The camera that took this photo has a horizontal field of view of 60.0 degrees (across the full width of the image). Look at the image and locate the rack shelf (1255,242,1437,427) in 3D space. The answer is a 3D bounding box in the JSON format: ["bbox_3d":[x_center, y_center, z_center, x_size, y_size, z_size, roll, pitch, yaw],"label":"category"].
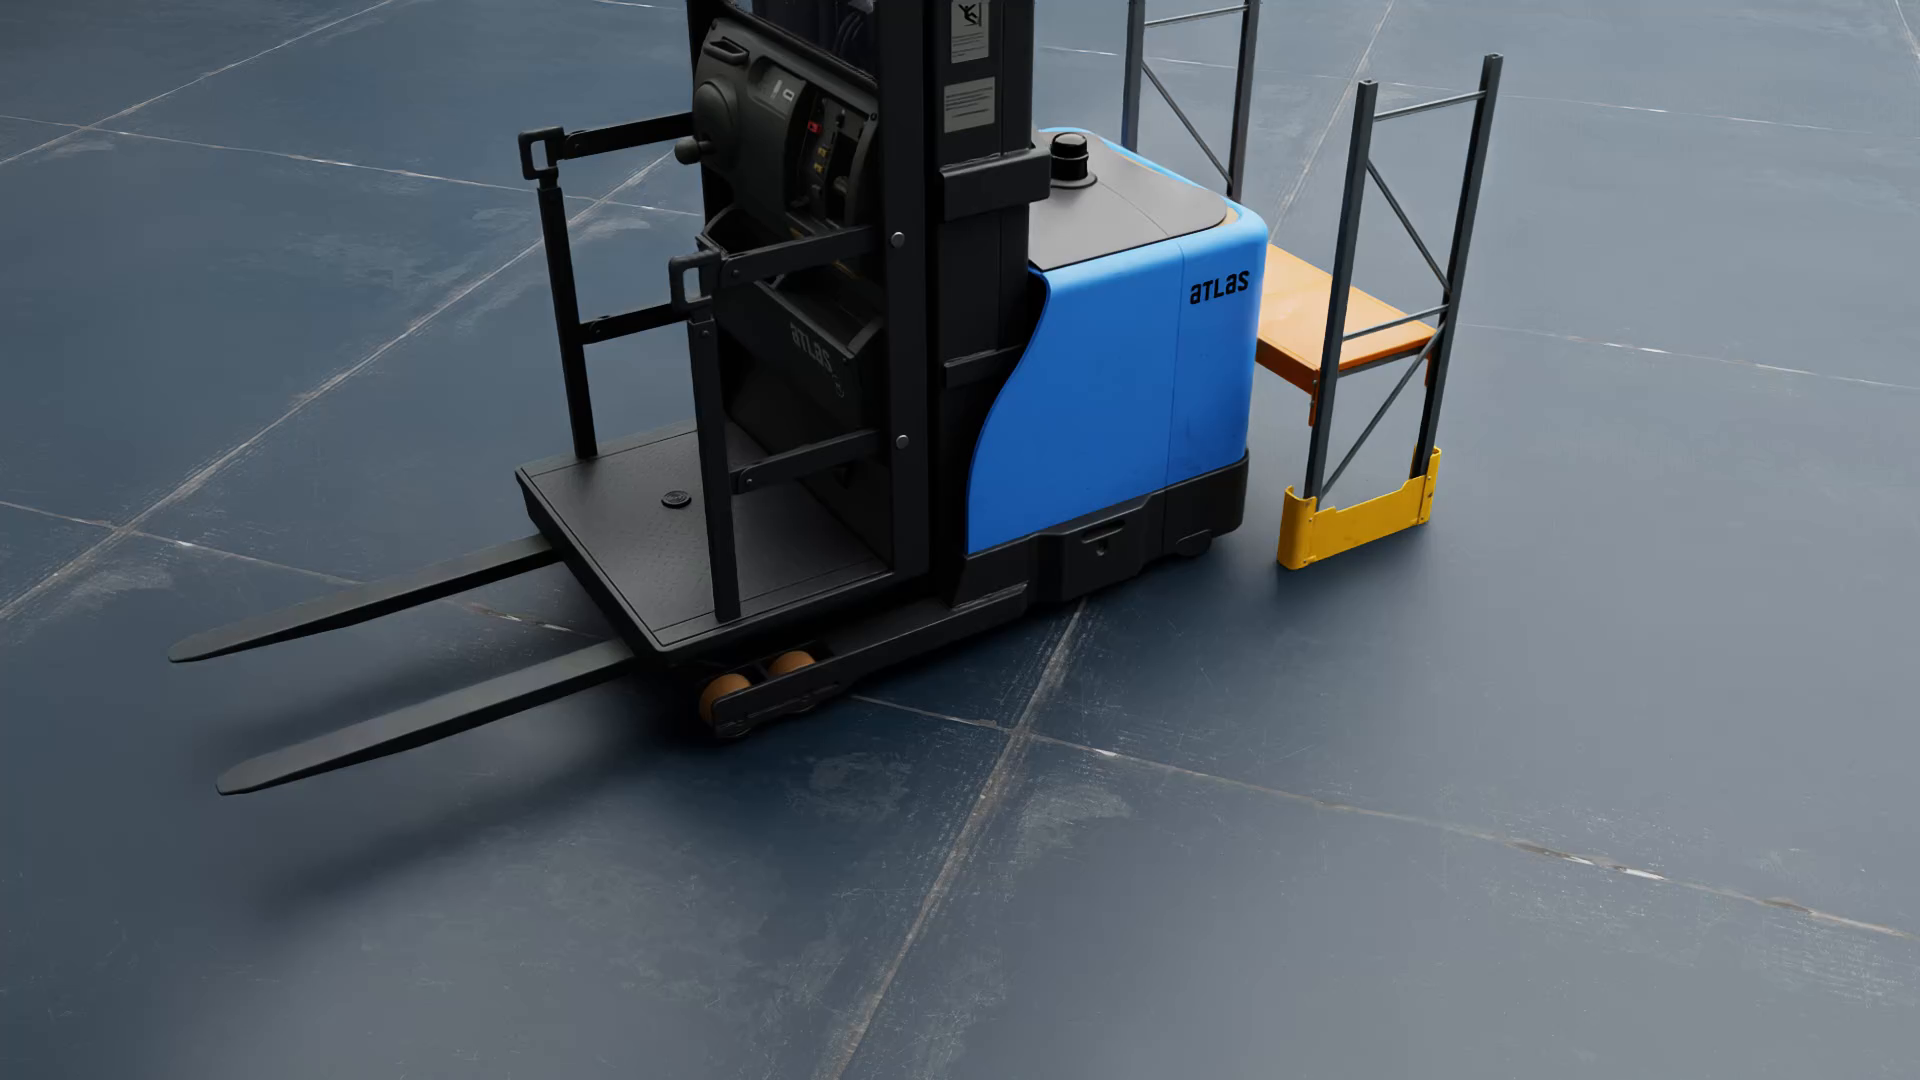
[{"bbox_3d":[0.996,-0.711,5.299,0.538,0.185,1.000,-18,37,-26],"label":"rack shelf"}]

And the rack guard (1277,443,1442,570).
[{"bbox_3d":[1.247,-0.110,5.188,0.587,0.250,0.087,-18,37,-26],"label":"rack guard"}]

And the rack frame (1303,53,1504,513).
[{"bbox_3d":[1.258,-0.626,4.836,0.500,1.500,0.032,-18,37,-26],"label":"rack frame"}]

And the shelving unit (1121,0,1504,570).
[{"bbox_3d":[0.992,-0.867,5.209,0.587,1.500,1.083,-18,37,-26],"label":"shelving unit"}]

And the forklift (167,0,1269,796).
[{"bbox_3d":[-0.633,-1.033,4.148,3.031,2.935,1.130,-19,37,-26],"label":"forklift"}]

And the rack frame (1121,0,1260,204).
[{"bbox_3d":[0.736,-1.099,5.568,0.500,1.500,0.032,-18,37,-26],"label":"rack frame"}]
